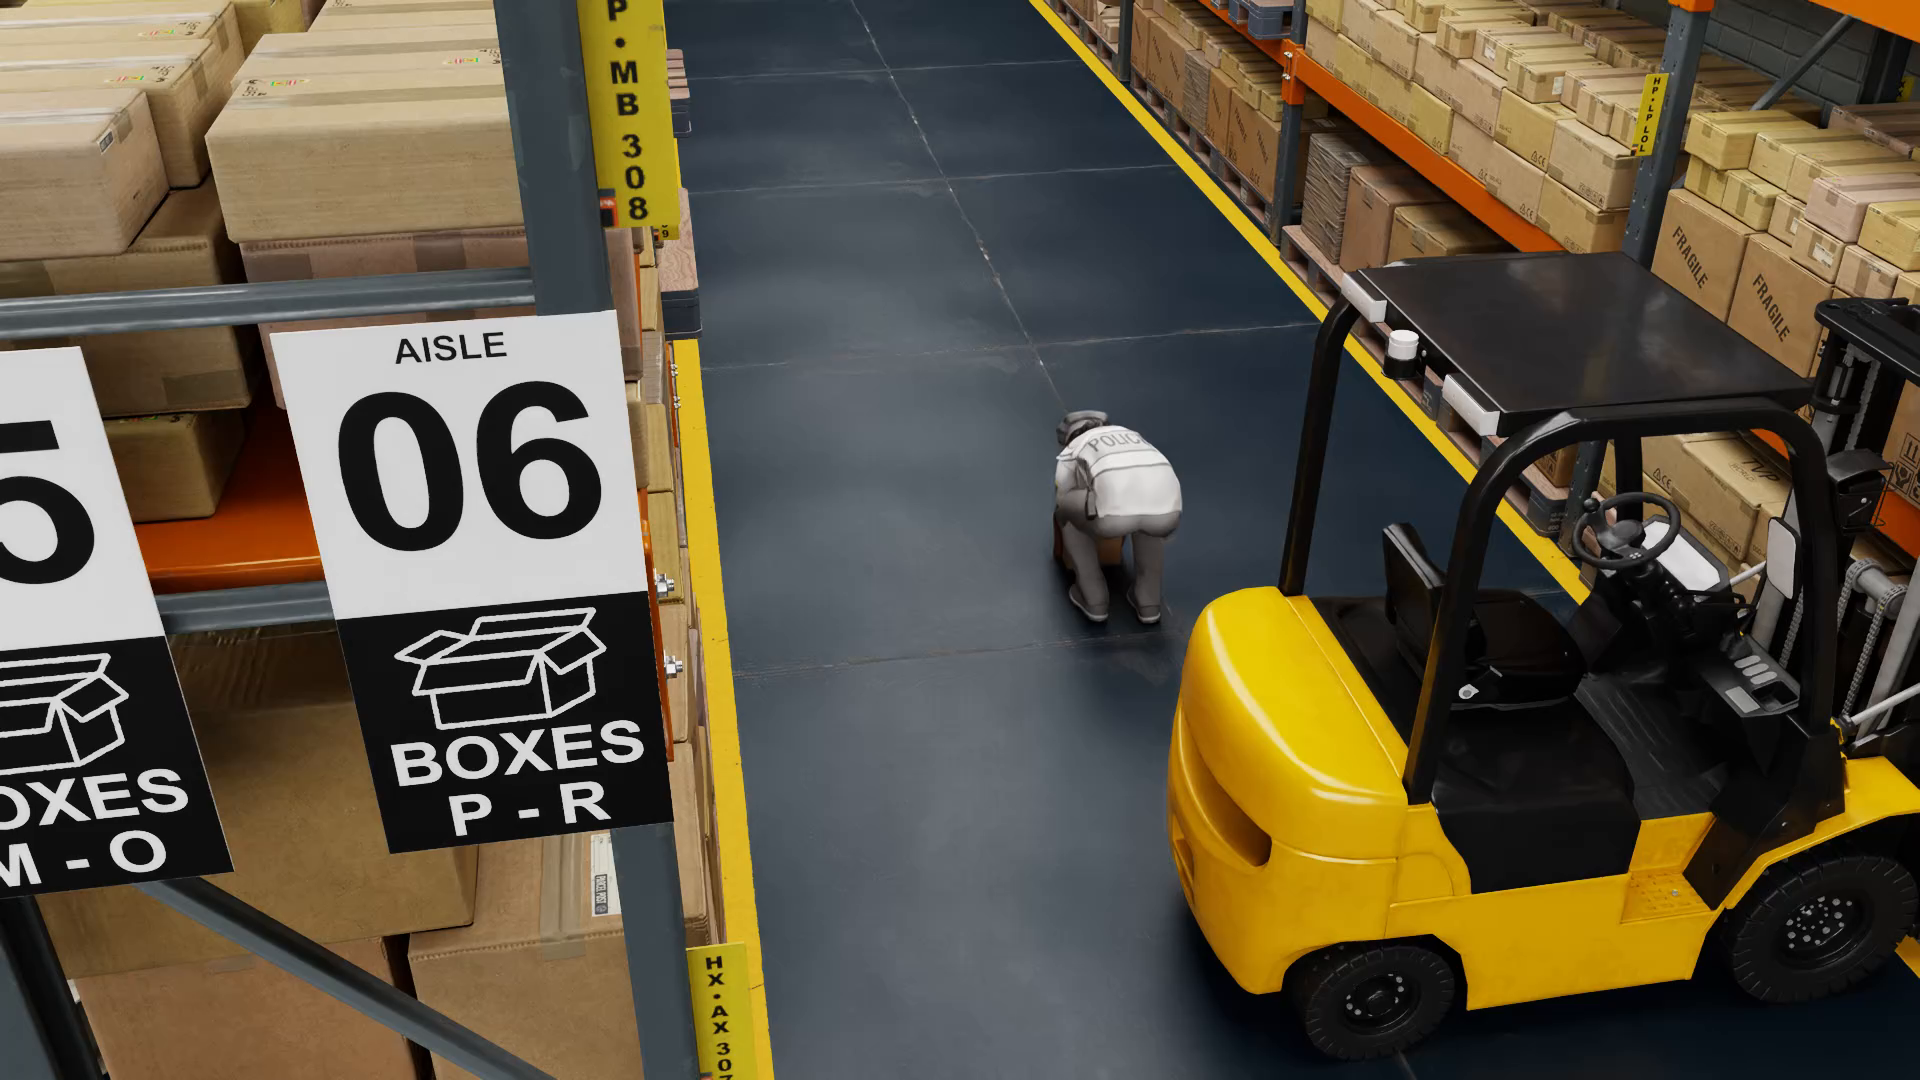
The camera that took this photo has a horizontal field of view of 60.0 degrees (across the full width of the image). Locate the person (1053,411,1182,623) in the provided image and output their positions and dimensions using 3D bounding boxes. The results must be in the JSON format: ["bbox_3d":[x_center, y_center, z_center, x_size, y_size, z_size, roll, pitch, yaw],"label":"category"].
[{"bbox_3d":[0.647,-0.107,7.170,0.456,0.822,0.919,-6,31,-11],"label":"person"}]
